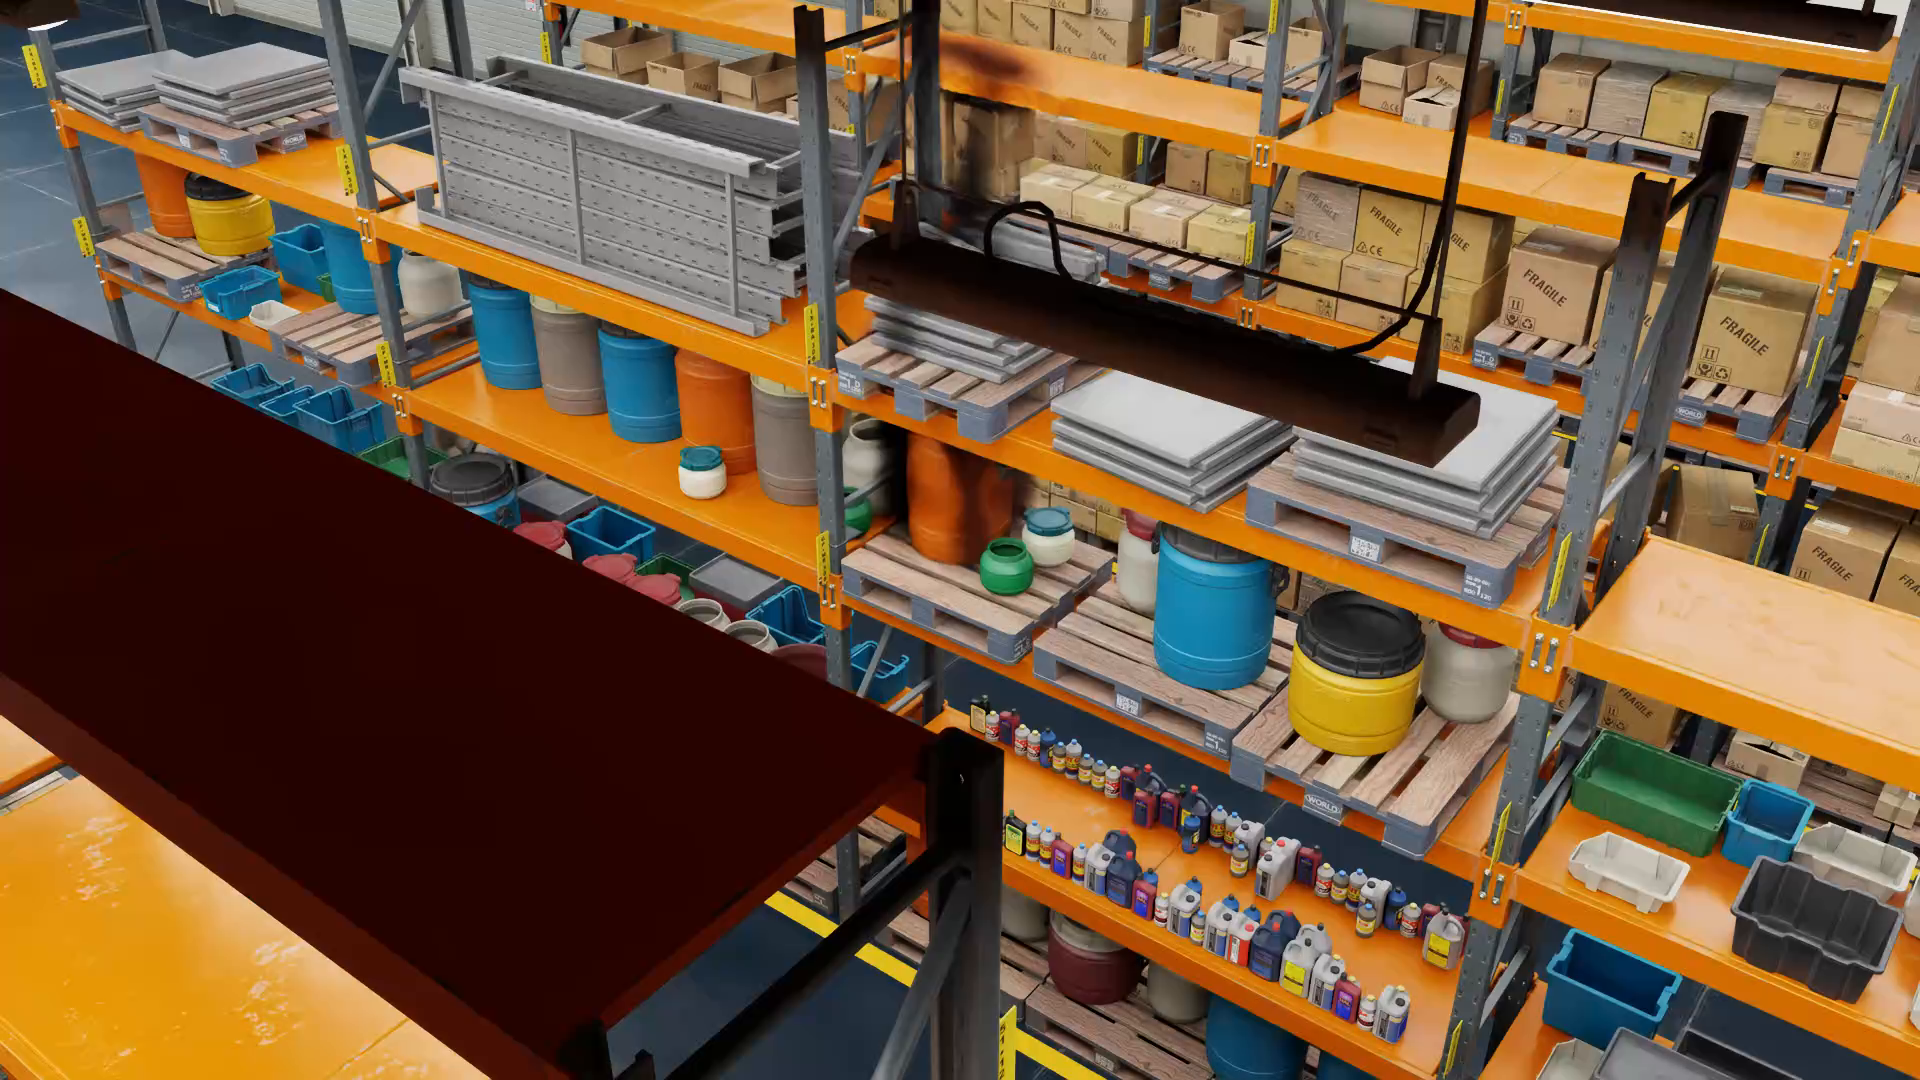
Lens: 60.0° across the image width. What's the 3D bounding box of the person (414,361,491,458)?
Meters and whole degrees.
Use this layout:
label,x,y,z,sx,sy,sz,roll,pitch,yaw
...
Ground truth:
label,x,y,z,sx,sy,sz,roll,pitch,yaw
person,-4.848,-1.229,15.694,0.634,1.679,0.657,13,34,20
